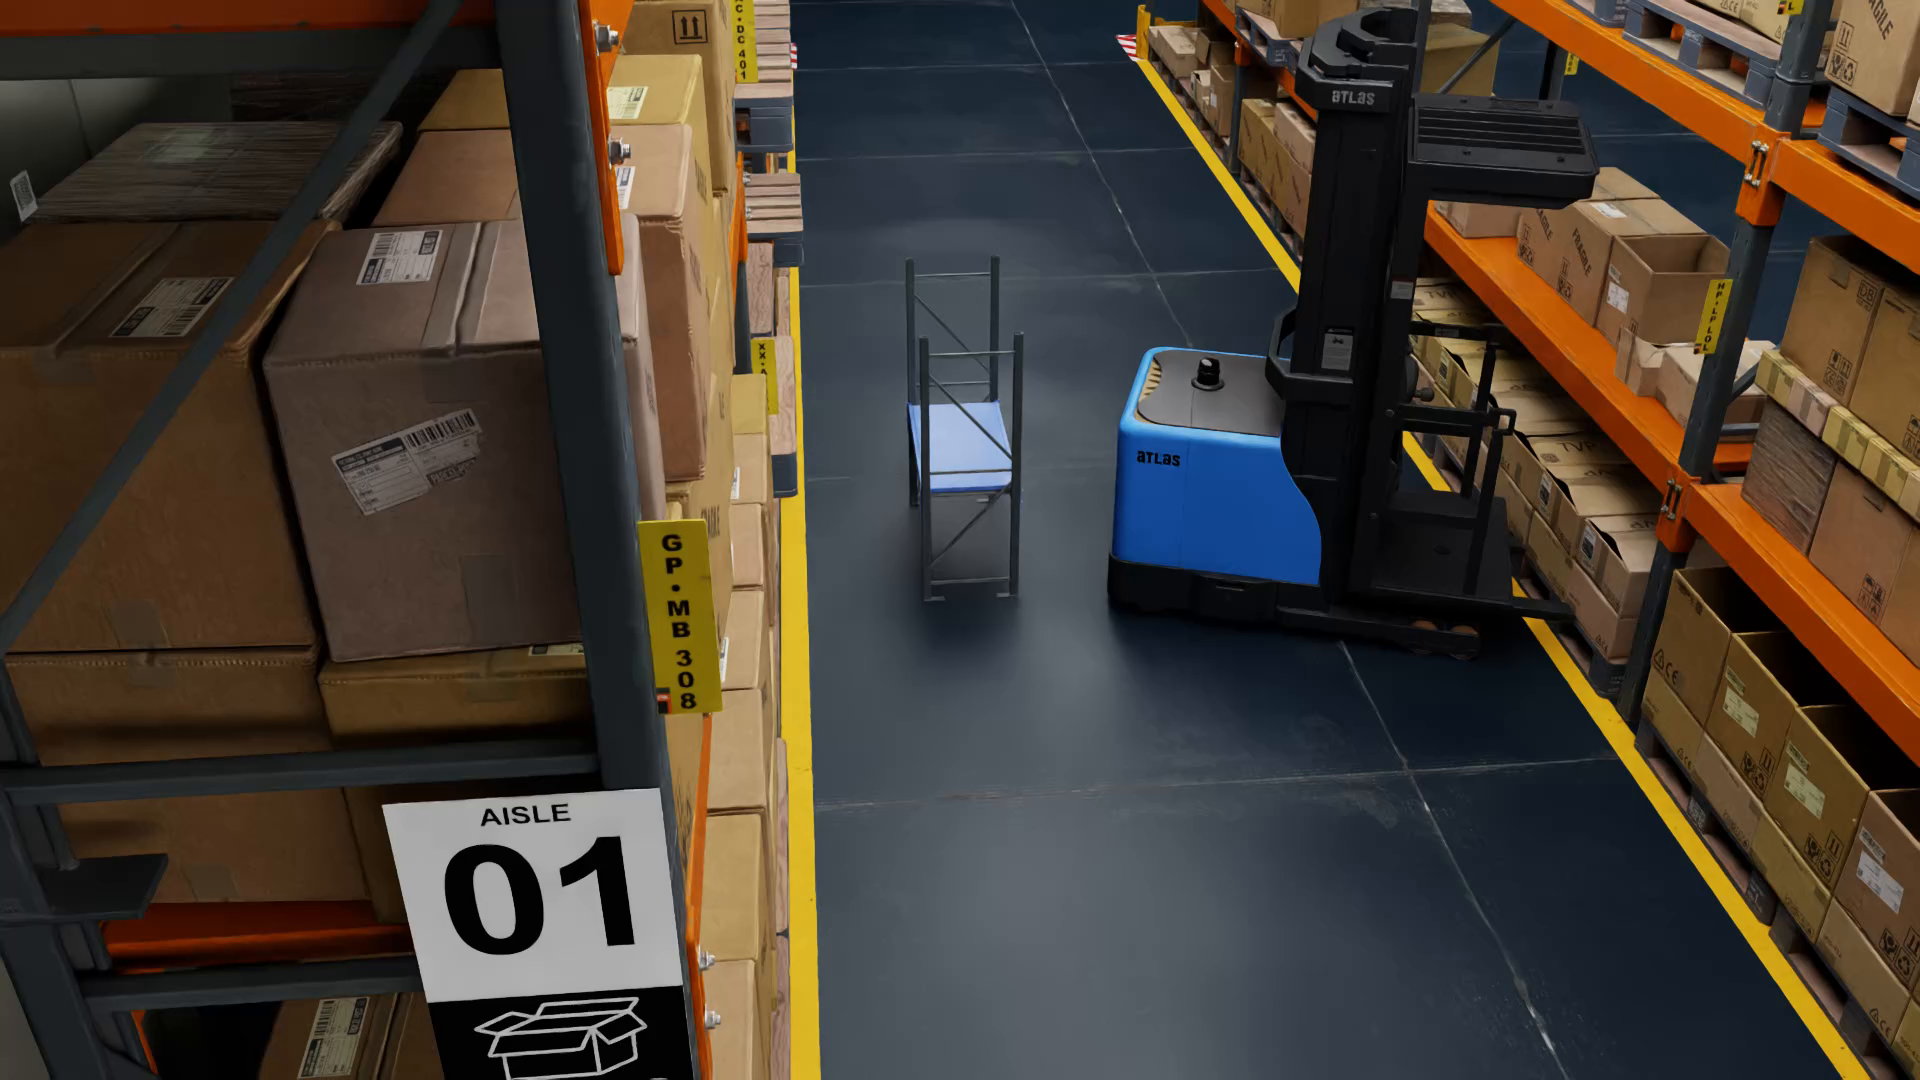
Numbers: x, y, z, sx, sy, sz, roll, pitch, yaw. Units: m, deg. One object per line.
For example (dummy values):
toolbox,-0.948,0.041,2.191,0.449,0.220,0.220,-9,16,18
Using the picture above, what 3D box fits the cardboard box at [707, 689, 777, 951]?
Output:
cardboard box,-0.762,0.761,4.445,0.500,0.500,0.500,-4,31,-6

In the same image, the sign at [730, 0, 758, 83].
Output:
sign,-0.772,-1.779,5.874,0.100,0.325,0.005,-3,31,-5

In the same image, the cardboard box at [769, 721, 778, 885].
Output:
cardboard box,-0.817,0.811,5.094,0.500,0.250,0.500,-2,31,-4

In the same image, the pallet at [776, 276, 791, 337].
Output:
pallet,-1.684,-1.491,11.540,1.003,0.211,1.213,-3,31,-5

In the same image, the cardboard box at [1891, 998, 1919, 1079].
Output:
cardboard box,3.542,1.794,5.593,0.500,0.250,0.500,-3,31,-5

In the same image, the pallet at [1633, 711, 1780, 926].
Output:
pallet,3.652,1.126,7.158,1.003,0.211,1.213,-3,31,-5

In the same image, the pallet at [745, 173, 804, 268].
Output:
pallet,-1.513,-1.841,9.594,1.213,0.211,1.003,-3,31,-5

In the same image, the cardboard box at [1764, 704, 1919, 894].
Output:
cardboard box,3.445,0.962,6.255,0.500,0.500,0.500,-3,31,-5

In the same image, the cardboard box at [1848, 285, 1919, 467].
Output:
cardboard box,3.716,-0.594,5.958,0.700,0.500,0.500,-3,31,-5

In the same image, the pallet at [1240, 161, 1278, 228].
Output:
pallet,2.986,-2.953,13.987,1.003,0.211,1.213,-3,31,-5

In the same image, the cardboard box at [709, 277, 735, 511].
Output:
cardboard box,-0.788,-0.260,3.718,0.500,0.500,0.500,-1,31,-2

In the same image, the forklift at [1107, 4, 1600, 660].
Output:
forklift,2.340,-0.966,8.009,3.031,2.935,1.130,7,32,12

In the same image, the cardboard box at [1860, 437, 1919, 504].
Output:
cardboard box,3.527,-0.260,6.030,0.380,0.149,0.250,-3,31,-5

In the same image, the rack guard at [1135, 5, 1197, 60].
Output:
rack guard,2.506,-5.493,17.960,1.175,0.500,0.348,-3,31,-5

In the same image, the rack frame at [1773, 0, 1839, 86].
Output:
rack frame,3.620,-3.054,5.588,1.000,3.000,0.127,-3,31,-5

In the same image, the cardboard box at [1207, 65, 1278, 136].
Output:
cardboard box,2.537,-3.956,14.957,0.500,0.500,0.500,-3,31,-5

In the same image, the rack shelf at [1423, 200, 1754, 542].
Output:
rack shelf,3.433,-1.191,9.020,1.077,0.370,4.000,-3,31,-5

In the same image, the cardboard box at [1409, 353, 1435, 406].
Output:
cardboard box,3.050,-0.983,10.242,0.500,0.250,0.500,-4,31,-6

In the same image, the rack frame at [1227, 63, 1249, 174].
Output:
rack frame,2.872,-4.563,13.964,1.000,3.000,0.127,-3,31,-5

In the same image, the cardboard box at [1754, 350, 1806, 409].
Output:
cardboard box,3.452,-0.654,6.689,0.380,0.149,0.250,-3,31,-5

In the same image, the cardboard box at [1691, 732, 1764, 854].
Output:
cardboard box,3.403,1.028,6.875,0.500,0.250,0.500,-3,31,-5

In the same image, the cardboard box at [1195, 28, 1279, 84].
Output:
cardboard box,2.692,-4.639,16.097,0.797,0.503,0.637,-3,31,-5

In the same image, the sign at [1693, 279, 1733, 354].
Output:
sign,3.080,-0.911,6.798,0.100,0.325,0.005,-3,31,-5

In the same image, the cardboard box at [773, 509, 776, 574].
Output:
cardboard box,-0.966,0.044,6.379,0.500,0.250,0.500,-3,31,-4

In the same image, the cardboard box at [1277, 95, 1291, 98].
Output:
cardboard box,3.049,-3.822,14.917,0.500,0.311,0.500,-3,31,-5

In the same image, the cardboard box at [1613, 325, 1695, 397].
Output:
cardboard box,3.355,-0.861,7.898,0.396,0.266,0.258,-3,31,-6

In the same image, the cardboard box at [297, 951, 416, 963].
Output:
cardboard box,-1.231,1.049,3.965,0.500,0.500,0.500,-2,31,-4

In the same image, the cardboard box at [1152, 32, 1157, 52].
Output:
cardboard box,2.219,-5.220,17.398,0.380,0.166,0.250,-3,31,-5

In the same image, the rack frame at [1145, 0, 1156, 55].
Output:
rack frame,2.499,-6.605,17.383,1.000,3.000,0.127,-3,31,-5

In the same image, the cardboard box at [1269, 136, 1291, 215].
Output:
cardboard box,2.775,-2.893,13.177,0.500,0.500,0.500,-2,31,-4

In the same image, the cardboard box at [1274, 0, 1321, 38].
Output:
cardboard box,2.821,-4.186,12.826,0.700,0.500,0.500,2,31,3

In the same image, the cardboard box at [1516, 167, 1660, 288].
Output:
cardboard box,3.419,-1.708,9.087,0.500,0.500,0.500,-4,31,-7

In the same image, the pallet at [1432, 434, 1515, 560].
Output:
pallet,3.395,-0.280,9.513,1.003,0.211,1.213,-3,31,-5

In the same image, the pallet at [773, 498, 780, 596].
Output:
pallet,-1.503,-0.064,9.152,1.003,0.211,1.213,-3,31,-5

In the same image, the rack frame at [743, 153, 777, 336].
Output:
rack frame,-1.686,-2.282,10.145,1.000,3.000,0.127,-3,31,-5

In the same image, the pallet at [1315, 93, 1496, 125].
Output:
pallet,3.113,-2.781,11.168,1.213,0.211,1.003,-3,31,-5

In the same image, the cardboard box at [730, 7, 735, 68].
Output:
cardboard box,-0.995,-1.765,5.263,0.500,0.500,0.500,-5,31,-9

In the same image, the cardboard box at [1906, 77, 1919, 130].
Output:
cardboard box,3.455,-1.423,5.323,0.500,0.311,0.500,-4,31,-7

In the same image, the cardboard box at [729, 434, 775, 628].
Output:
cardboard box,-0.907,-0.025,5.761,0.500,0.500,0.500,-3,31,-5

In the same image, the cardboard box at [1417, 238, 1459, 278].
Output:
cardboard box,3.488,-1.883,11.486,0.500,0.500,0.500,-1,31,-2

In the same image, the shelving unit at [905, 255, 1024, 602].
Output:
shelving unit,0.008,-0.600,8.792,0.538,1.500,1.048,-3,31,-5

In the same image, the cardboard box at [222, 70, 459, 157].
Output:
cardboard box,-1.364,-0.961,3.917,0.500,0.500,0.500,-3,31,-5

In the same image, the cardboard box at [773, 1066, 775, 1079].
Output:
cardboard box,-0.985,1.661,5.552,0.700,0.500,0.500,-5,31,-8

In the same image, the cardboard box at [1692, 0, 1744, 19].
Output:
cardboard box,3.518,-2.478,7.285,0.500,0.250,0.500,-6,31,-9

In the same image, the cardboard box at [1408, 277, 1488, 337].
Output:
cardboard box,3.003,-1.480,10.528,0.500,0.311,0.500,-2,31,-3

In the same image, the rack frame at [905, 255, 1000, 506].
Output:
rack frame,-0.040,-0.860,9.227,0.500,1.500,0.032,-3,31,-5

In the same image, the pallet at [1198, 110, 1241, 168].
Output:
pallet,2.809,-3.717,15.267,1.003,0.211,1.213,-3,31,-5

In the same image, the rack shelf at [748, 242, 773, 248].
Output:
rack shelf,-1.499,-0.952,8.620,1.077,0.370,4.000,-3,31,-5

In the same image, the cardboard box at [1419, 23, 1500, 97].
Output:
cardboard box,3.075,-3.060,10.941,0.700,0.500,0.500,-13,33,-21

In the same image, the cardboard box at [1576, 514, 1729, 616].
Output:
cardboard box,3.297,0.088,7.903,0.500,0.311,0.500,-3,31,-5

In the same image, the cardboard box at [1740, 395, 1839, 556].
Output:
cardboard box,3.668,-0.295,6.722,0.700,0.500,0.500,-4,31,-6

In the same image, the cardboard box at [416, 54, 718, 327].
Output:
cardboard box,-0.788,-0.694,3.469,0.500,0.500,0.500,-2,31,-3

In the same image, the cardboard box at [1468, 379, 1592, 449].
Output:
cardboard box,3.154,-0.689,9.204,0.500,0.311,0.500,-3,31,-5

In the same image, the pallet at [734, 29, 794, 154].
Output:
pallet,-1.263,-1.767,6.541,1.213,0.211,1.003,-3,31,-5

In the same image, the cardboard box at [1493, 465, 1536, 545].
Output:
cardboard box,3.199,-0.196,8.925,0.500,0.250,0.500,-2,31,-3

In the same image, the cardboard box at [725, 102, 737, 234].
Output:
cardboard box,-1.018,-1.332,5.512,0.500,0.500,0.500,-2,31,-3

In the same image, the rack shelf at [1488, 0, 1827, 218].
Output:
rack shelf,3.433,-2.479,8.251,1.077,0.370,4.000,-3,31,-5

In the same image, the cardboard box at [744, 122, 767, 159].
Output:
cardboard box,-1.476,-2.721,10.474,0.500,0.500,0.500,-2,31,-3

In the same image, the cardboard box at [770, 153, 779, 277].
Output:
cardboard box,-1.699,-2.368,11.977,0.750,0.750,0.750,-3,31,-5
